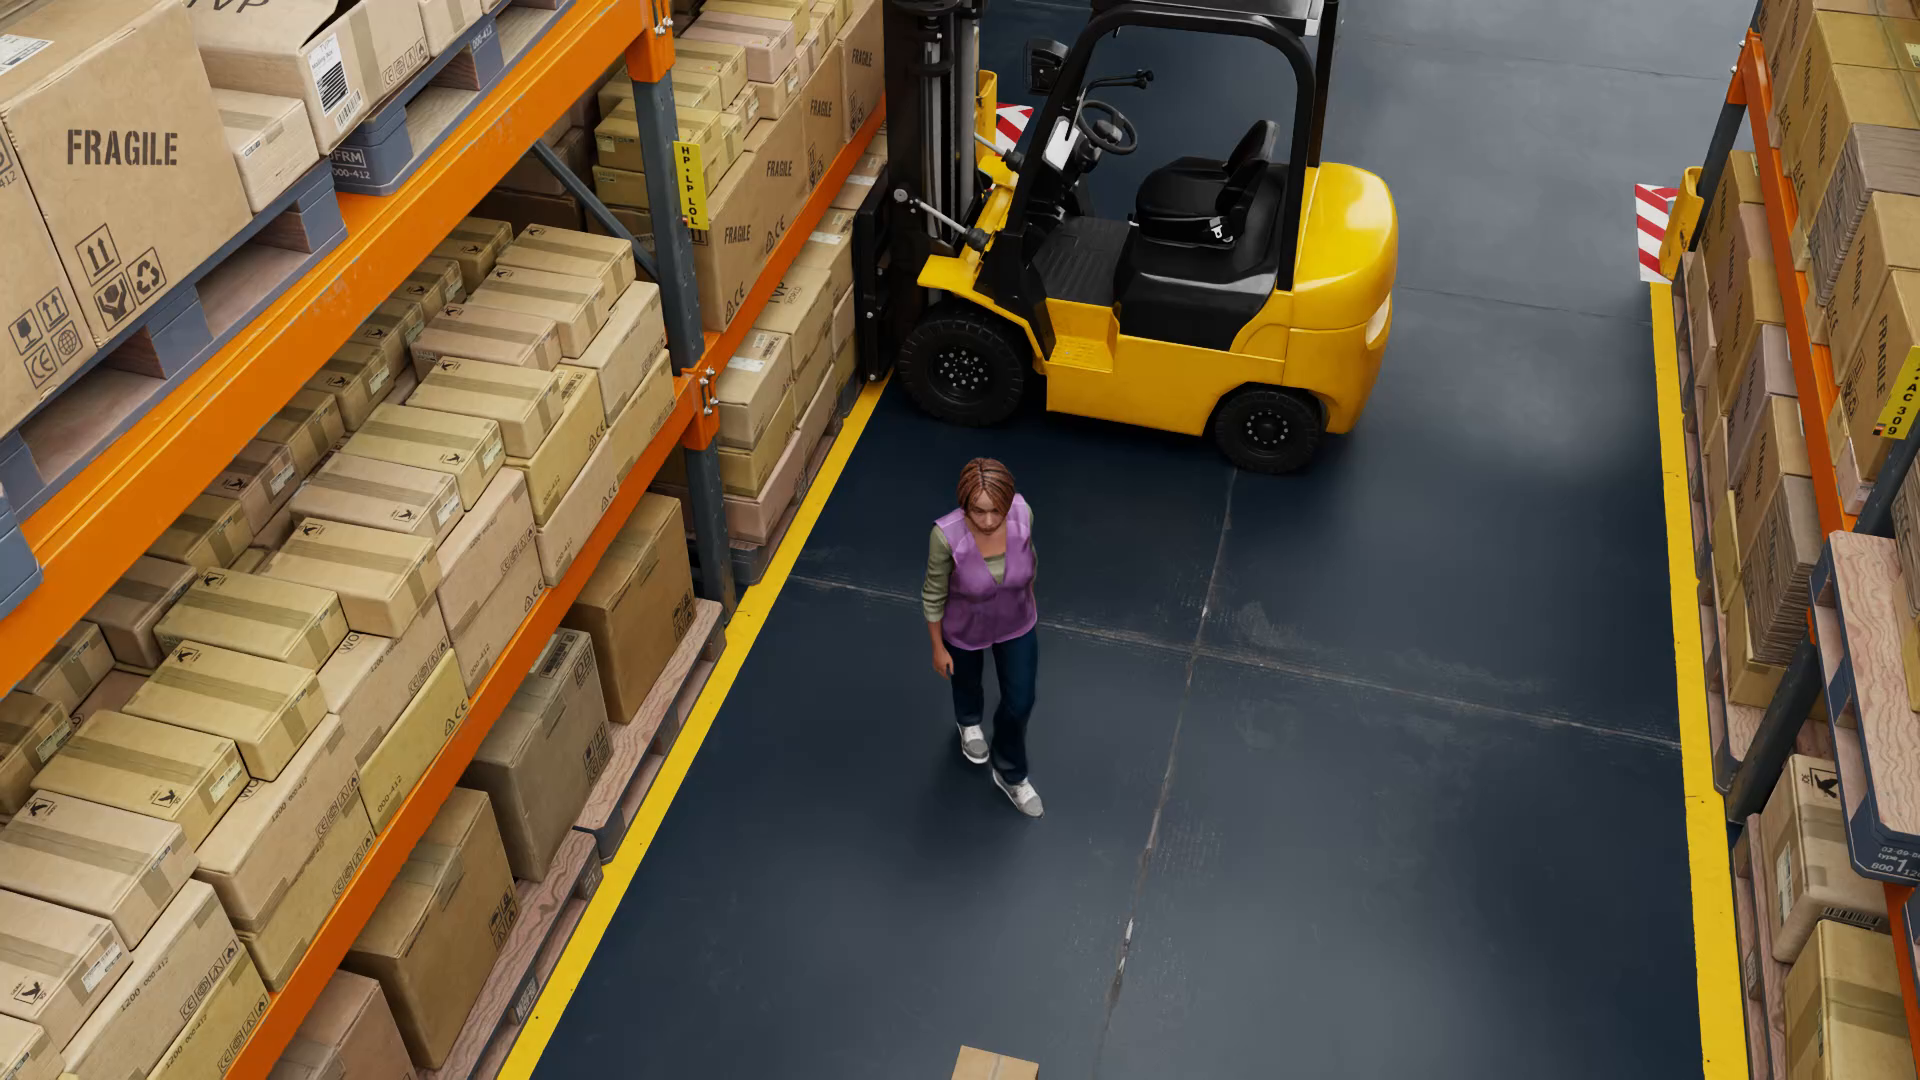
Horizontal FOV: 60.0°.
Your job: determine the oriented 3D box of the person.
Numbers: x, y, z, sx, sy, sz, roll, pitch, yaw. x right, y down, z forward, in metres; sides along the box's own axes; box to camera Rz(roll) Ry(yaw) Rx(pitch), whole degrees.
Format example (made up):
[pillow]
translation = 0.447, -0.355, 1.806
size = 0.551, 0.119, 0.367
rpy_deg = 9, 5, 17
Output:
[person]
translation = 0.070, 0.295, 5.851
size = 0.441, 1.625, 0.554
rpy_deg = -8, 42, -9
